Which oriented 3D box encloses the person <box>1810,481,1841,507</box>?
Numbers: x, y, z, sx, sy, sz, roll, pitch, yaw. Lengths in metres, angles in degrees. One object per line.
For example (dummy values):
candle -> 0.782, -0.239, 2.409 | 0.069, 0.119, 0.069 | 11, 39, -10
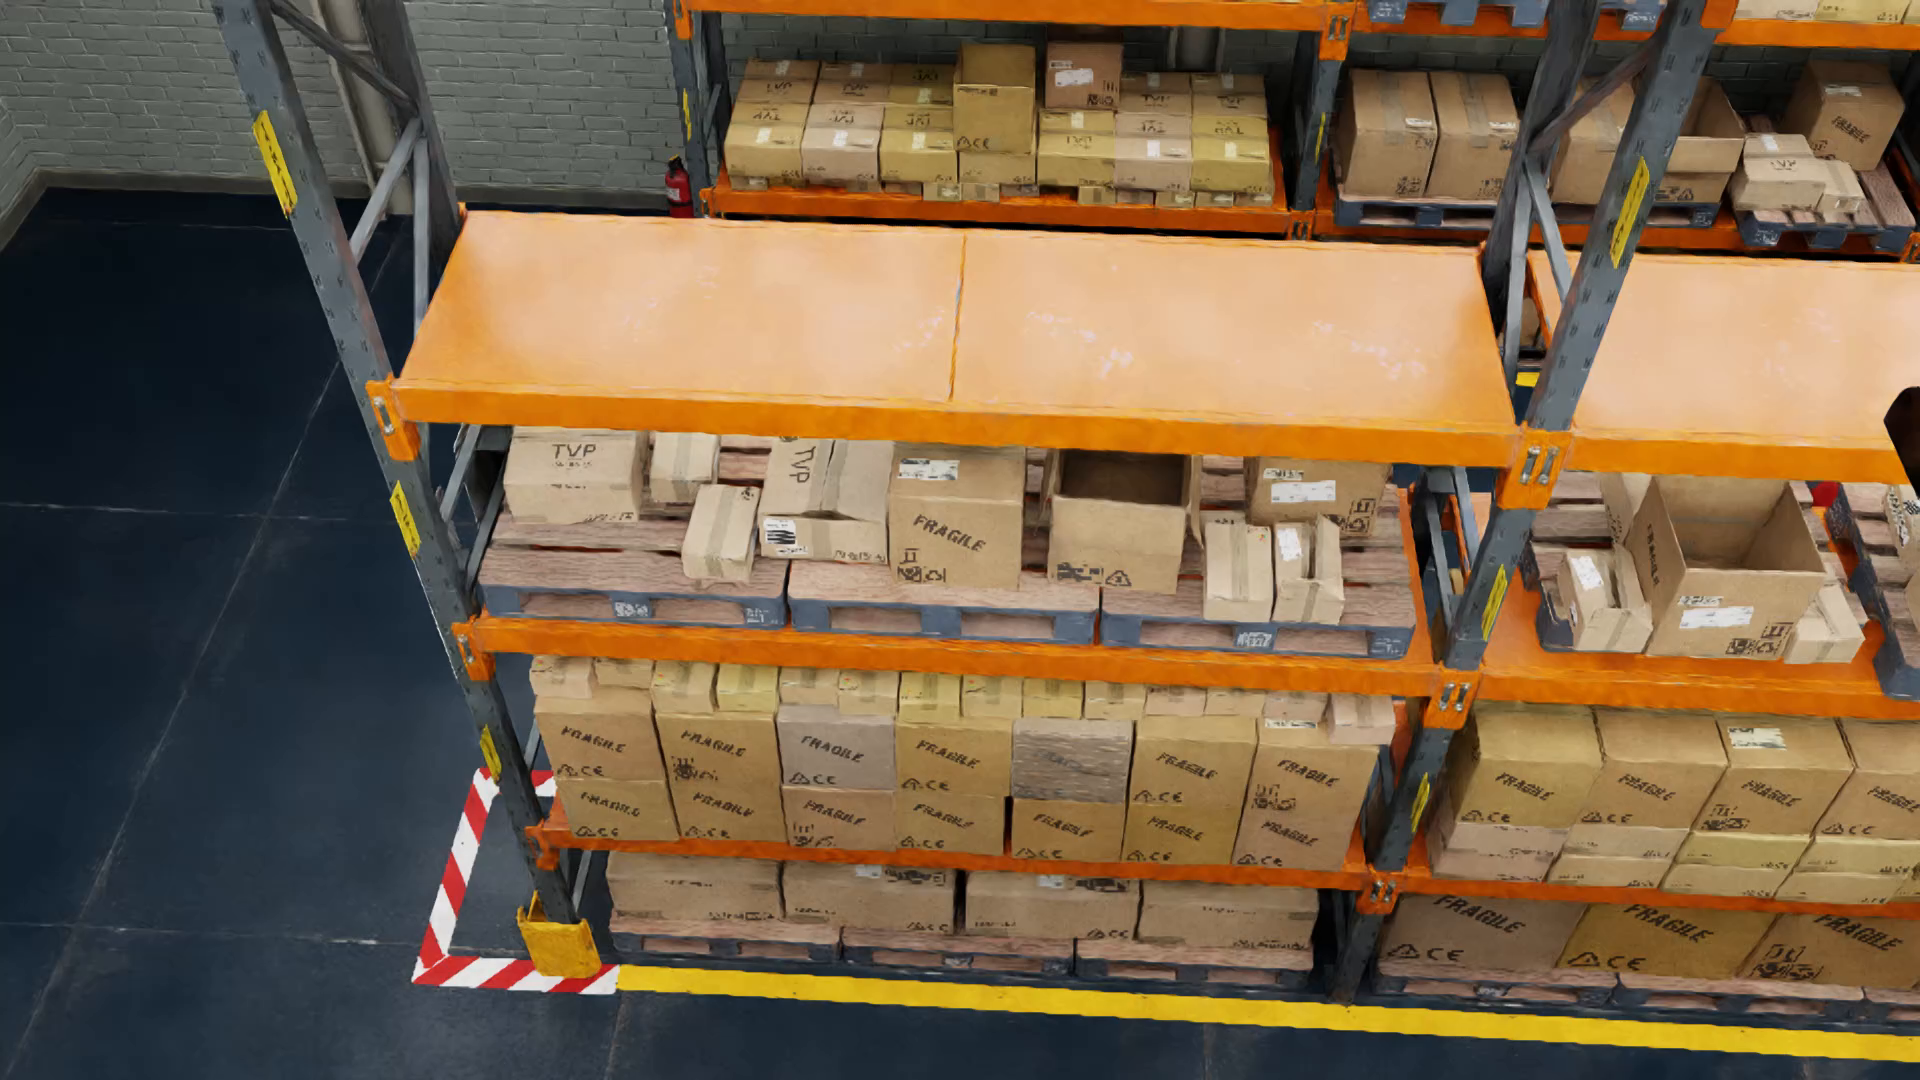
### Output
person -> 4.853, 0.189, 9.390 | 0.654, 1.723, 0.586 | 27, 53, 22
